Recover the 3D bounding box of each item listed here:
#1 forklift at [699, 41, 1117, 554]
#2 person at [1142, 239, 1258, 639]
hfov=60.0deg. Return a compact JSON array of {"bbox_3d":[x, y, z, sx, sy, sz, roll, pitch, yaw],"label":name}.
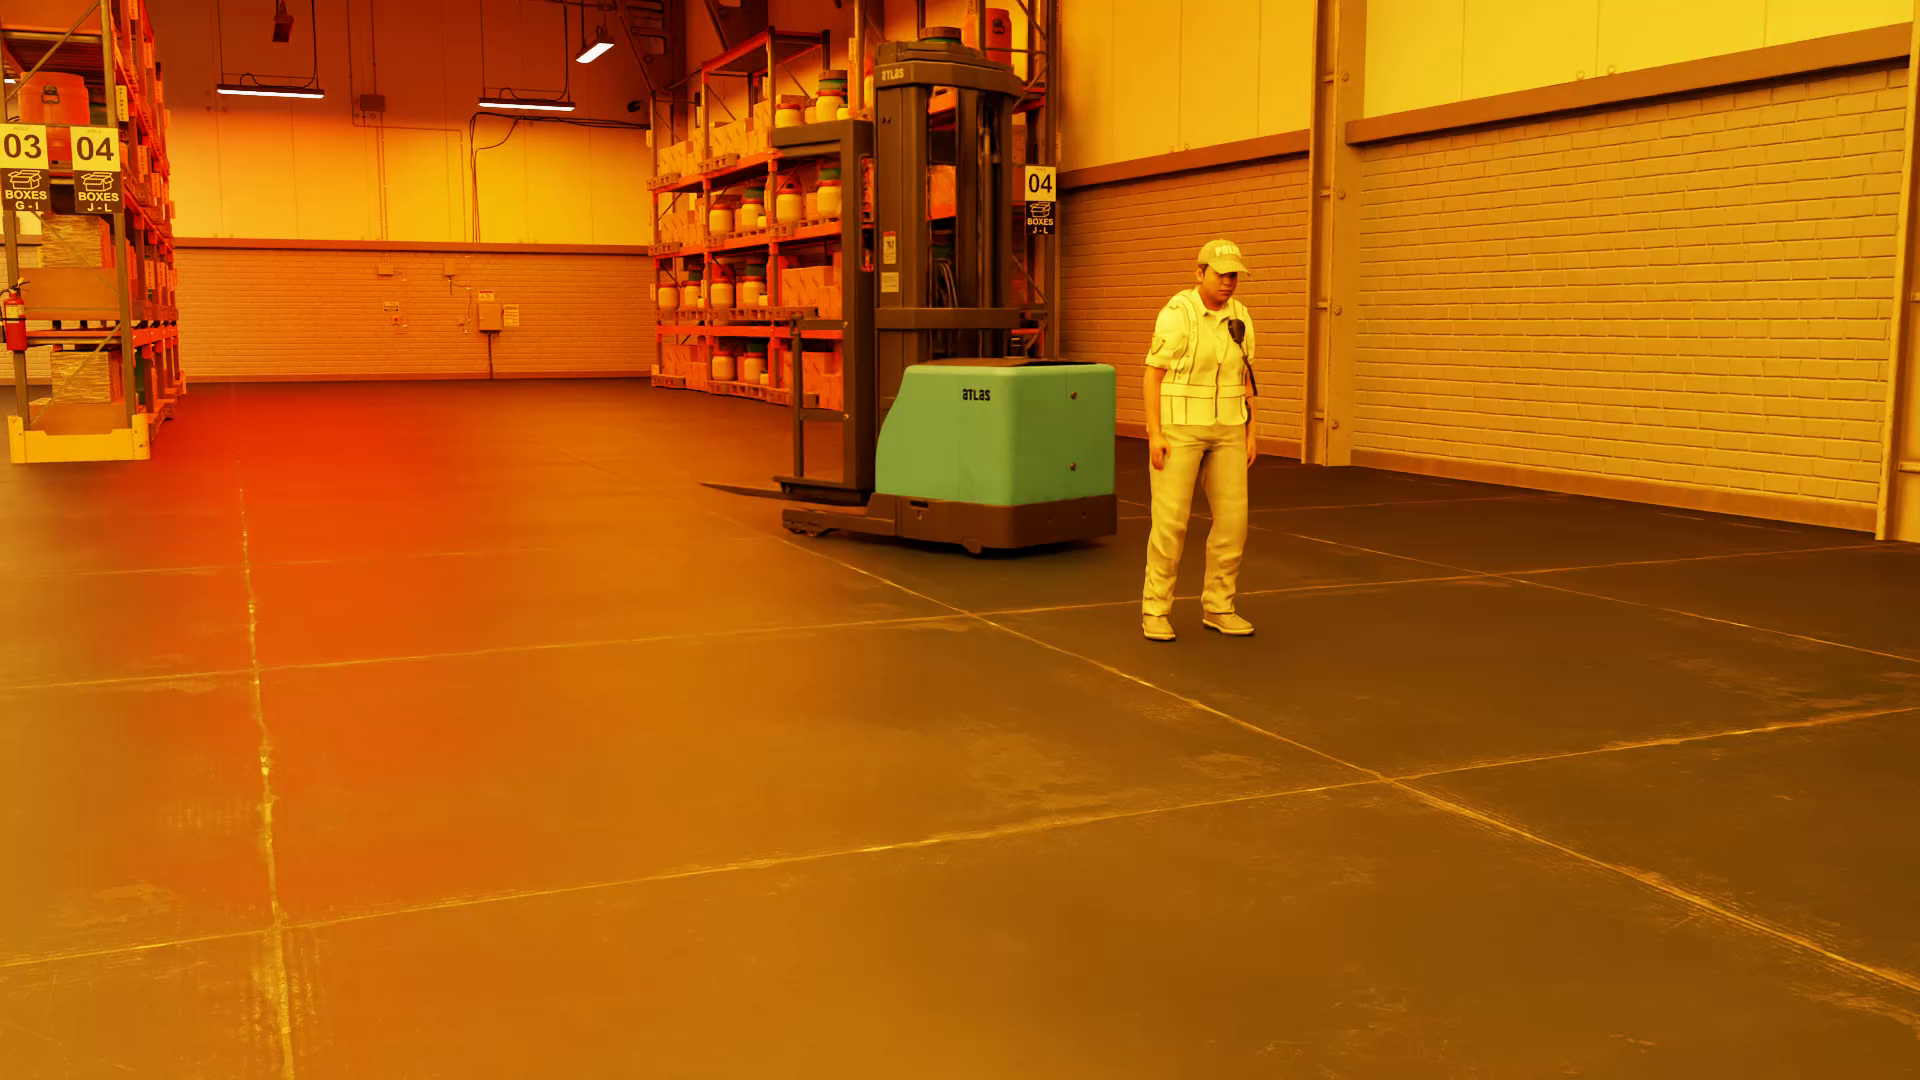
[{"bbox_3d":[-0.472,-1.513,10.418,3.031,2.935,1.130,7,10,44],"label":"forklift"},{"bbox_3d":[1.021,-0.429,7.046,0.555,1.665,0.467,-3,8,-20],"label":"person"}]
